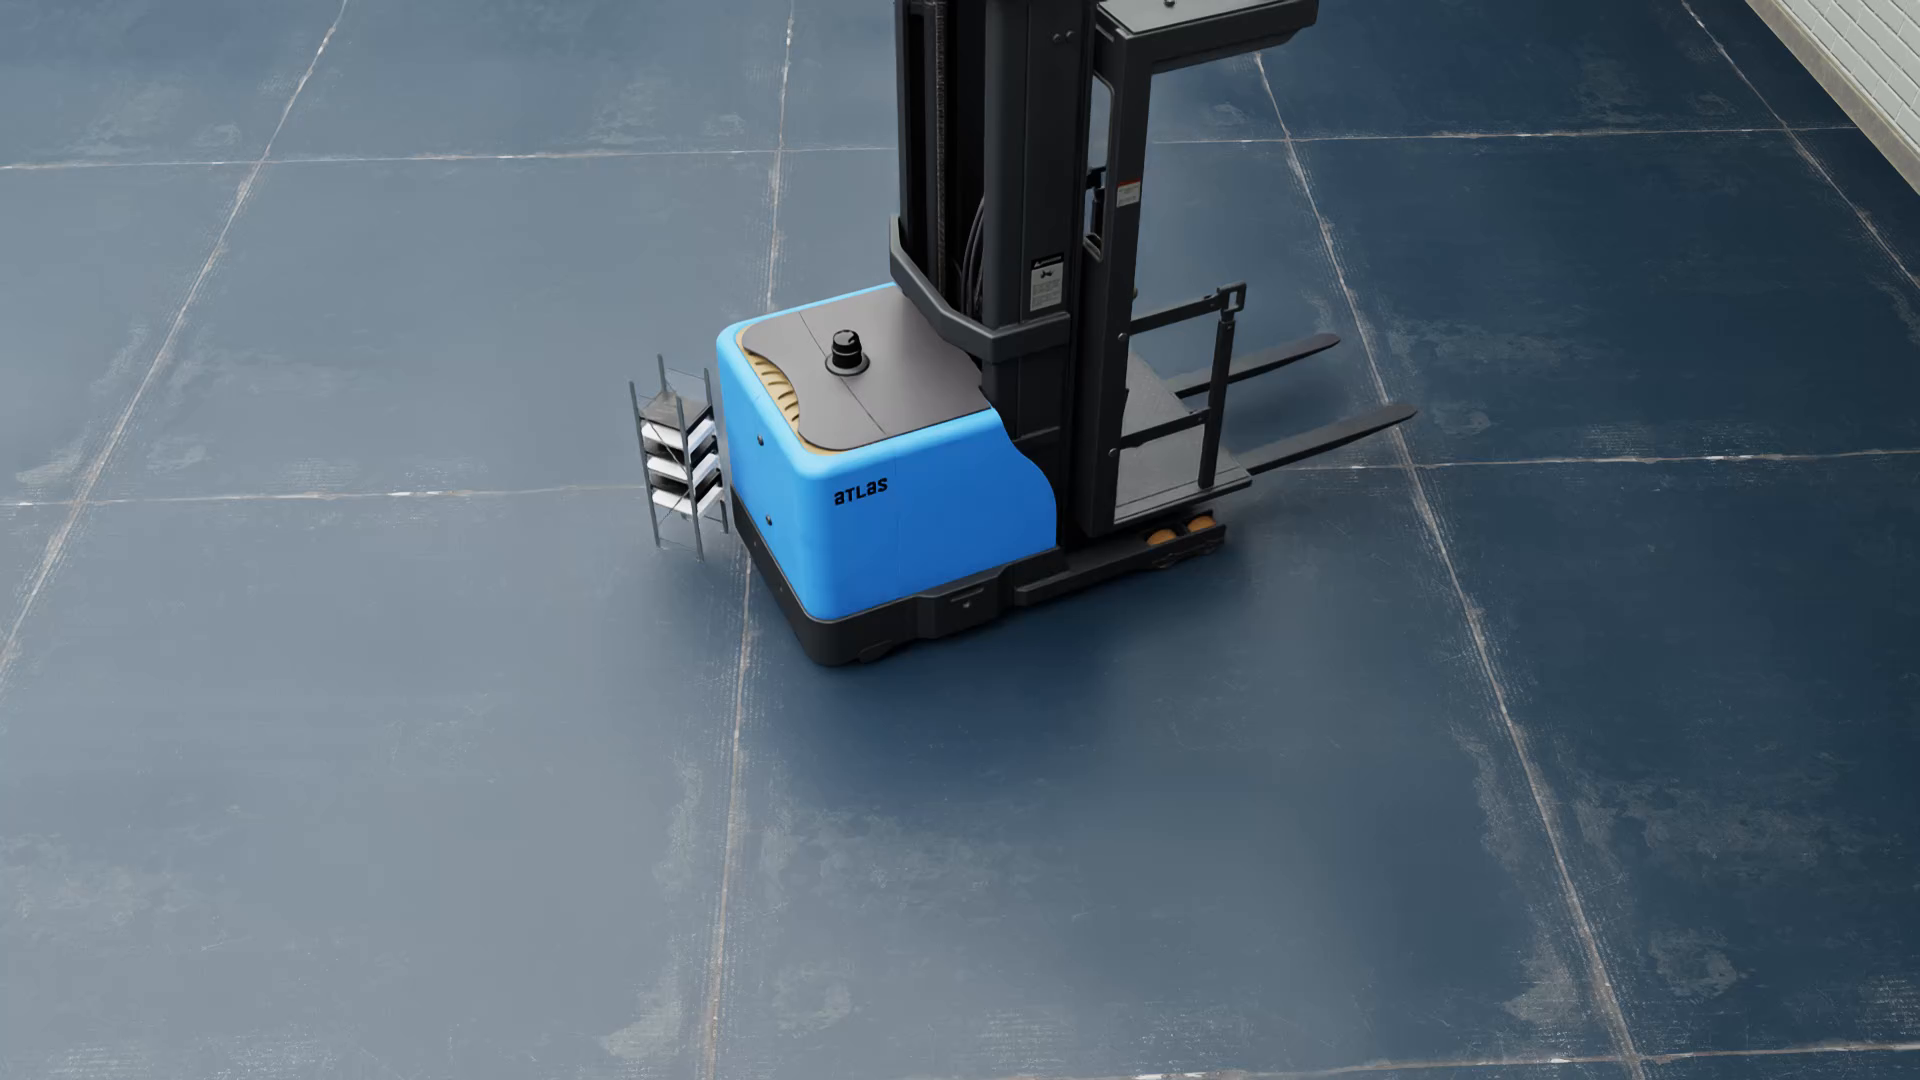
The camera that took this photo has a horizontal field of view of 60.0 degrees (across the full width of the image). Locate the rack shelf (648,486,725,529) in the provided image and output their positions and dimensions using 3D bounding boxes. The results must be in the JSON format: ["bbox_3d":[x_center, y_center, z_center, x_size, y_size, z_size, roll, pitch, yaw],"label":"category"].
[{"bbox_3d":[-1.164,-0.172,7.087,0.258,0.077,0.200,18,45,19],"label":"rack shelf"}]

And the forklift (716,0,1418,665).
[{"bbox_3d":[0.577,-1.267,6.463,3.031,2.935,1.130,-18,45,-19],"label":"forklift"}]

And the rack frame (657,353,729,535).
[{"bbox_3d":[-1.120,-0.392,7.011,0.240,0.900,0.006,18,45,19],"label":"rack frame"}]

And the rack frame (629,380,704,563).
[{"bbox_3d":[-1.208,-0.268,6.875,0.240,0.900,0.006,18,45,19],"label":"rack frame"}]

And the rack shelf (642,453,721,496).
[{"bbox_3d":[-1.164,-0.305,6.966,0.258,0.077,0.200,18,45,19],"label":"rack shelf"}]

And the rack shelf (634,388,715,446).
[{"bbox_3d":[-1.164,-0.504,6.783,0.258,0.077,0.200,18,45,19],"label":"rack shelf"}]

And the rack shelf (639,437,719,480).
[{"bbox_3d":[-1.164,-0.371,6.905,0.258,0.077,0.200,18,45,19],"label":"rack shelf"}]

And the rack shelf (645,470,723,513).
[{"bbox_3d":[-1.164,-0.239,7.026,0.258,0.077,0.200,18,45,19],"label":"rack shelf"}]

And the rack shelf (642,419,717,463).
[{"bbox_3d":[-1.164,-0.438,6.844,0.258,0.077,0.200,18,45,19],"label":"rack shelf"}]

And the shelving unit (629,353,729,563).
[{"bbox_3d":[-1.164,-0.330,6.943,0.258,0.900,0.210,18,45,19],"label":"shelving unit"}]
